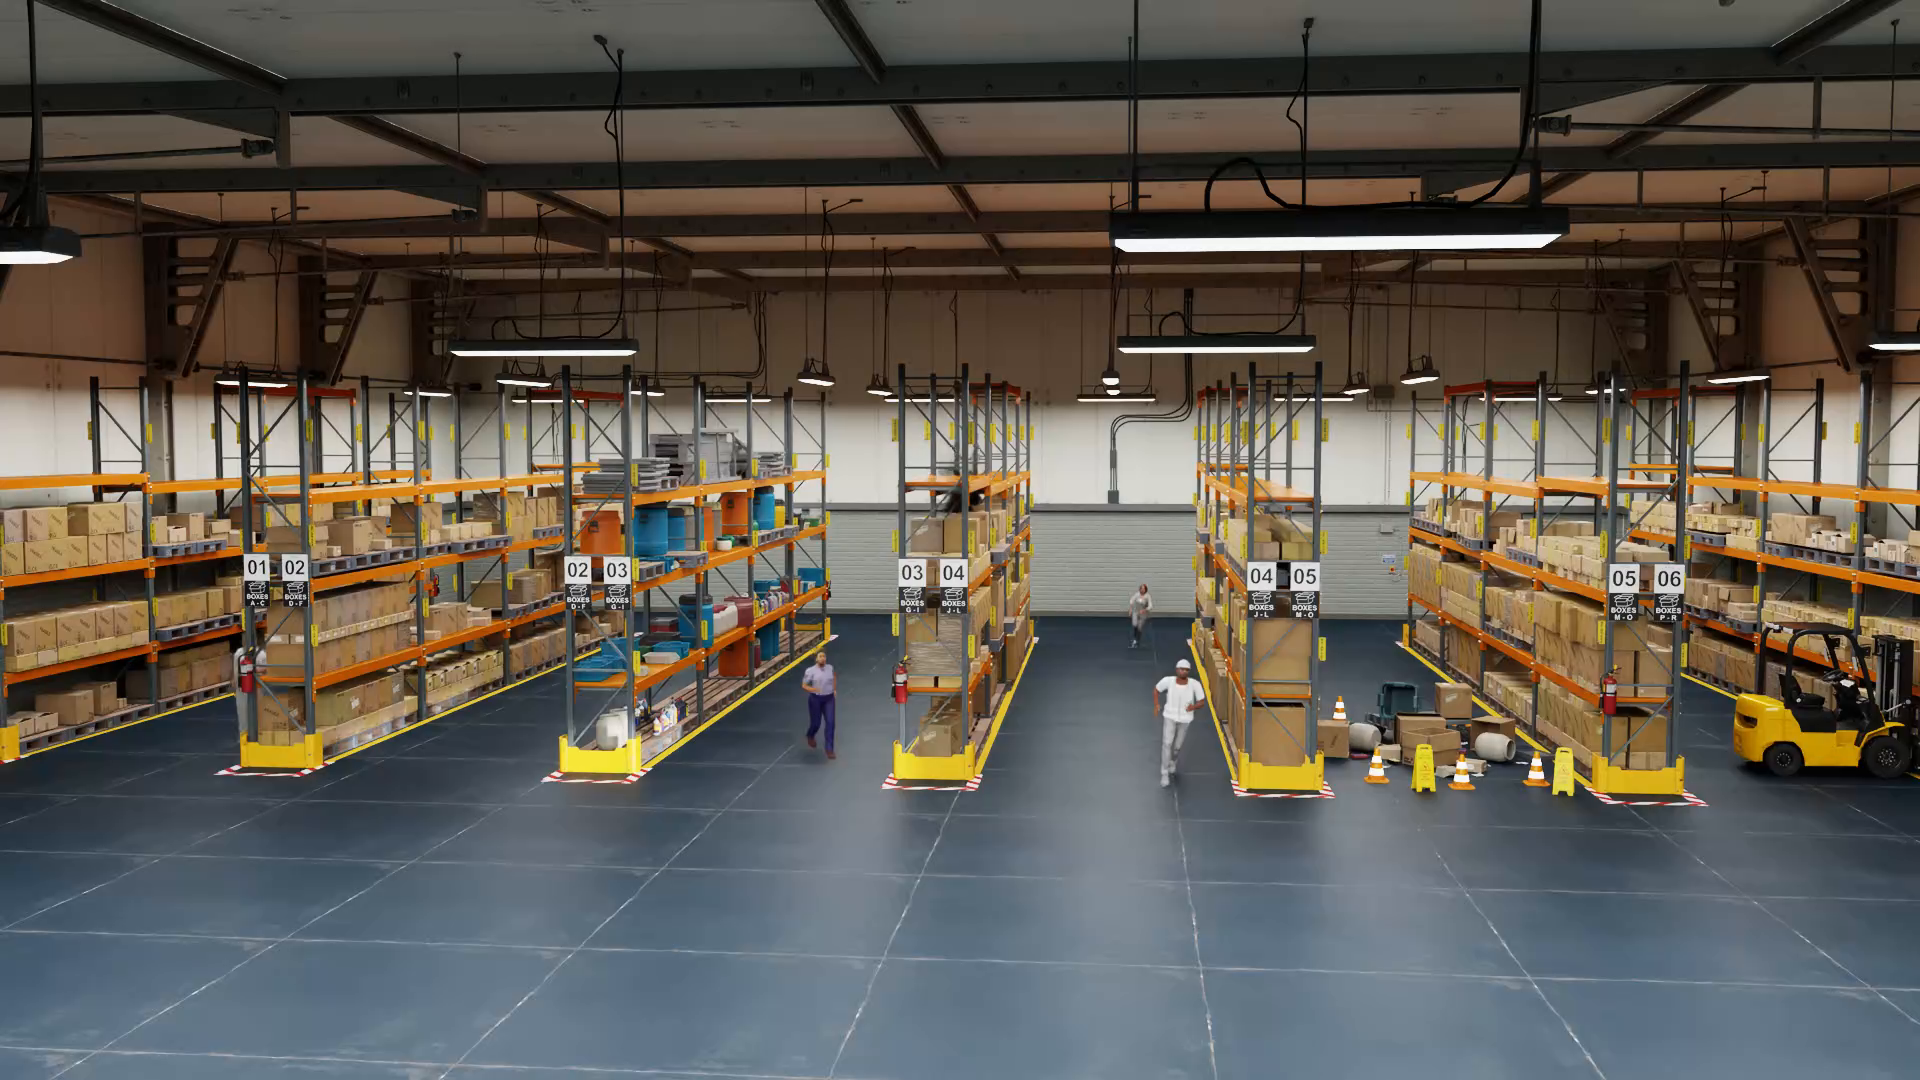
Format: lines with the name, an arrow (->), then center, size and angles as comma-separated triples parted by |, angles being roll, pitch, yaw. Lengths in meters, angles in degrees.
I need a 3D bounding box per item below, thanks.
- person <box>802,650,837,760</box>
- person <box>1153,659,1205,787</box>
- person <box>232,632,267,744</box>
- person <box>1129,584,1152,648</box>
person -> -2.155, 2.521, 25.795 | 0.610, 1.649, 0.920 | -1, 4, -22
person -> 3.158, 2.591, 23.951 | 0.729, 1.770, 0.935 | 0, 4, 3
person -> -11.517, 2.362, 26.988 | 0.663, 1.763, 0.939 | 0, 4, -1
person -> 4.187, 1.774, 38.552 | 0.556, 1.513, 0.650 | 1, 4, 13
